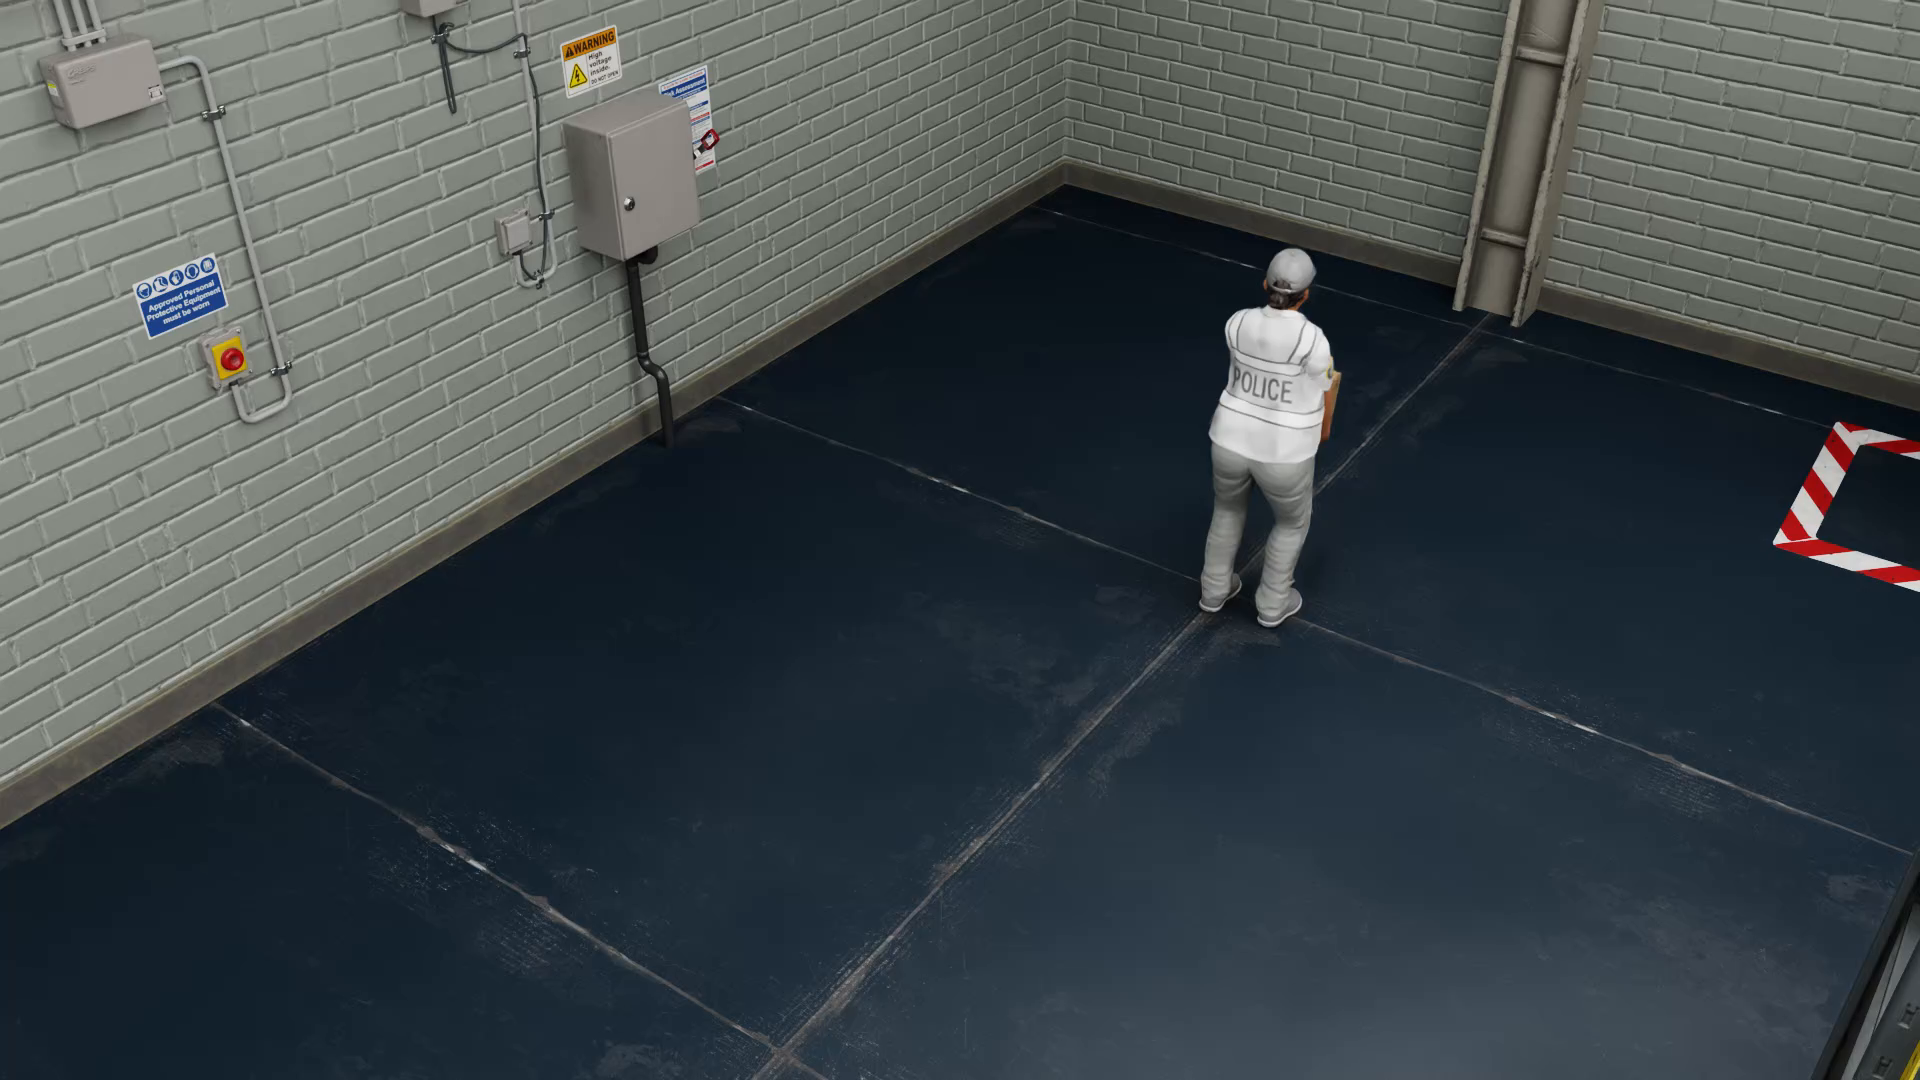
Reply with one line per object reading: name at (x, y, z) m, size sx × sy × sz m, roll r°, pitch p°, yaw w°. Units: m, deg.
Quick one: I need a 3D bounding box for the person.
person at (1.261, -0.405, 6.740) m, size 0.452 × 1.657 × 0.563 m, roll 21°, pitch 40°, yaw 27°
